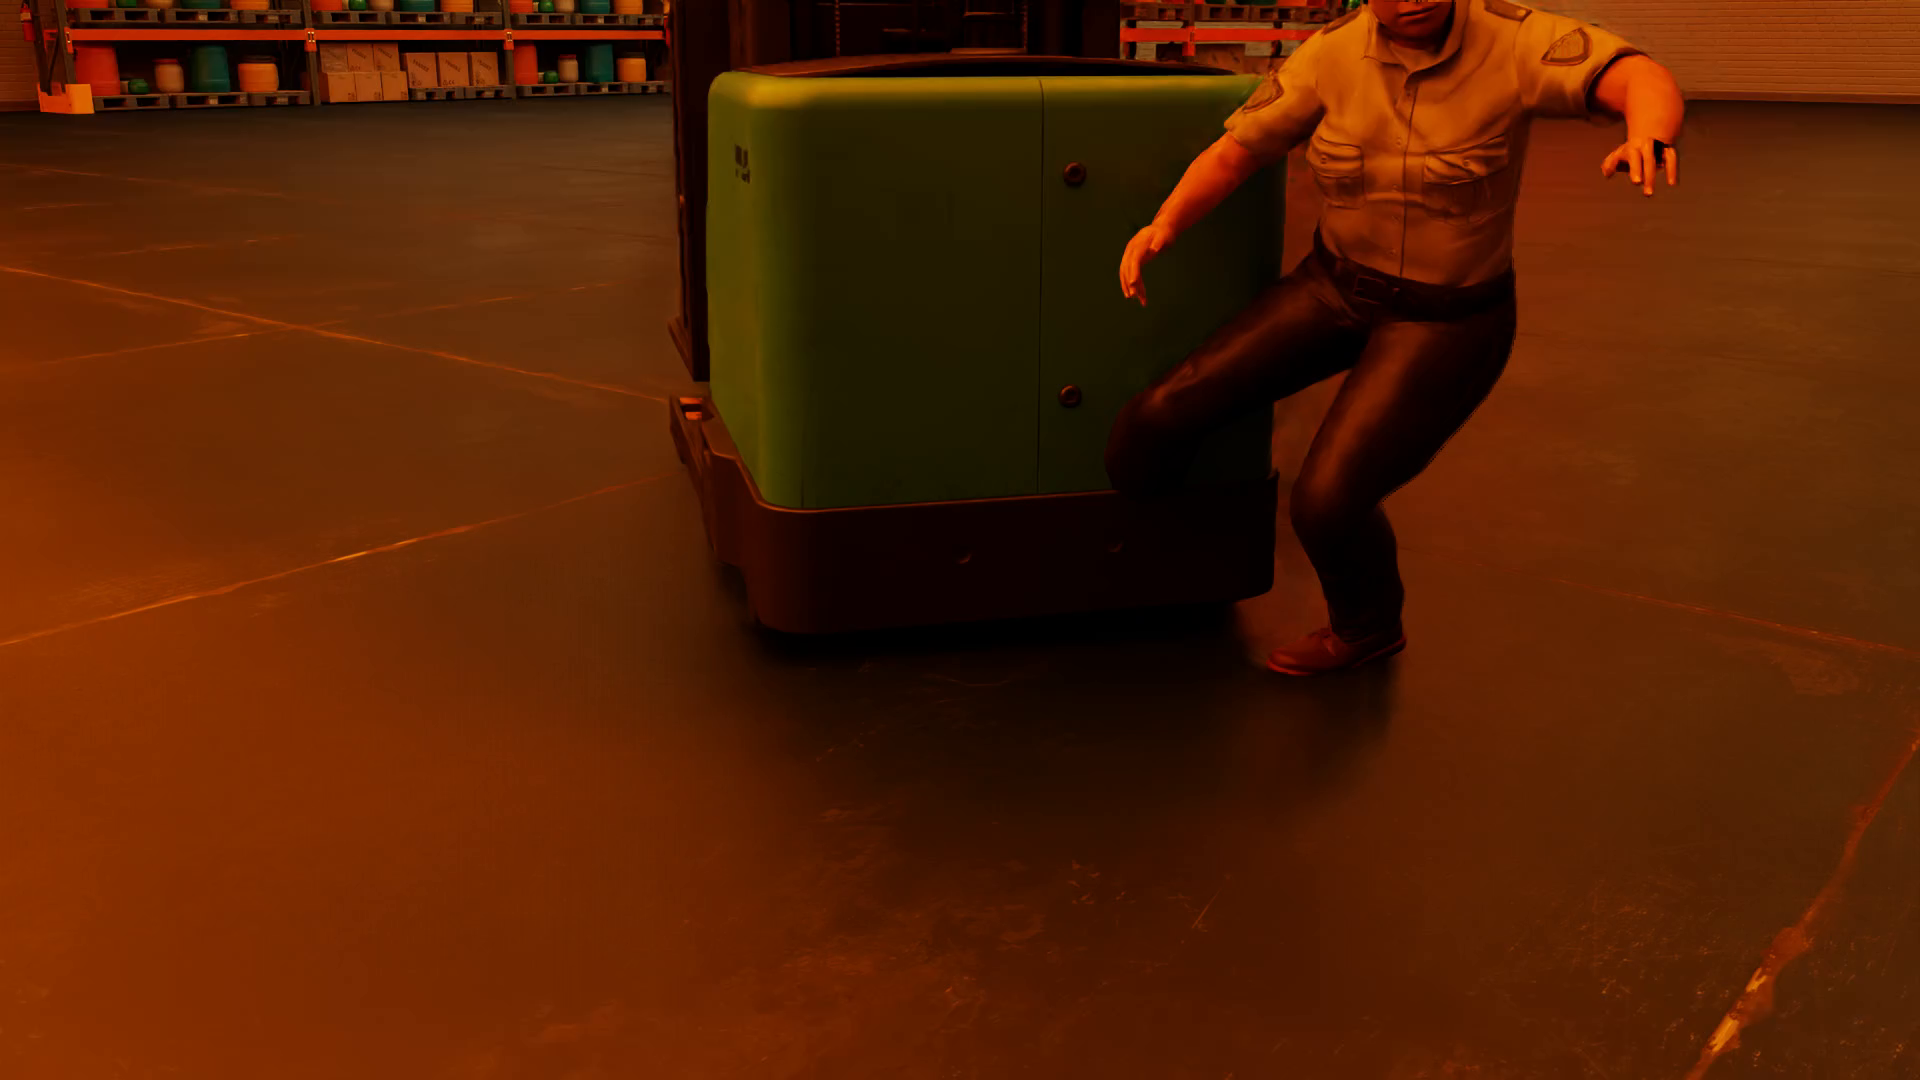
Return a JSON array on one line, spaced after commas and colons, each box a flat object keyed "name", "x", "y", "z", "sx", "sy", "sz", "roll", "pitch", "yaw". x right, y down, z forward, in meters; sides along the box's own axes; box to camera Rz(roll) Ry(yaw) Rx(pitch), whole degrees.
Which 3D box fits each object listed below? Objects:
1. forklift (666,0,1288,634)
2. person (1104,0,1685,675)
[{"name": "forklift", "x": -0.213, "y": -1.614, "z": 4.211, "sx": 1.130, "sy": 2.935, "sz": 3.031, "roll": -4, "pitch": 17, "yaw": -13}, {"name": "person", "x": 0.580, "y": -0.394, "z": 2.894, "sx": 1.359, "sy": 1.410, "sz": 0.806, "roll": 12, "pitch": 20, "yaw": 33}]
